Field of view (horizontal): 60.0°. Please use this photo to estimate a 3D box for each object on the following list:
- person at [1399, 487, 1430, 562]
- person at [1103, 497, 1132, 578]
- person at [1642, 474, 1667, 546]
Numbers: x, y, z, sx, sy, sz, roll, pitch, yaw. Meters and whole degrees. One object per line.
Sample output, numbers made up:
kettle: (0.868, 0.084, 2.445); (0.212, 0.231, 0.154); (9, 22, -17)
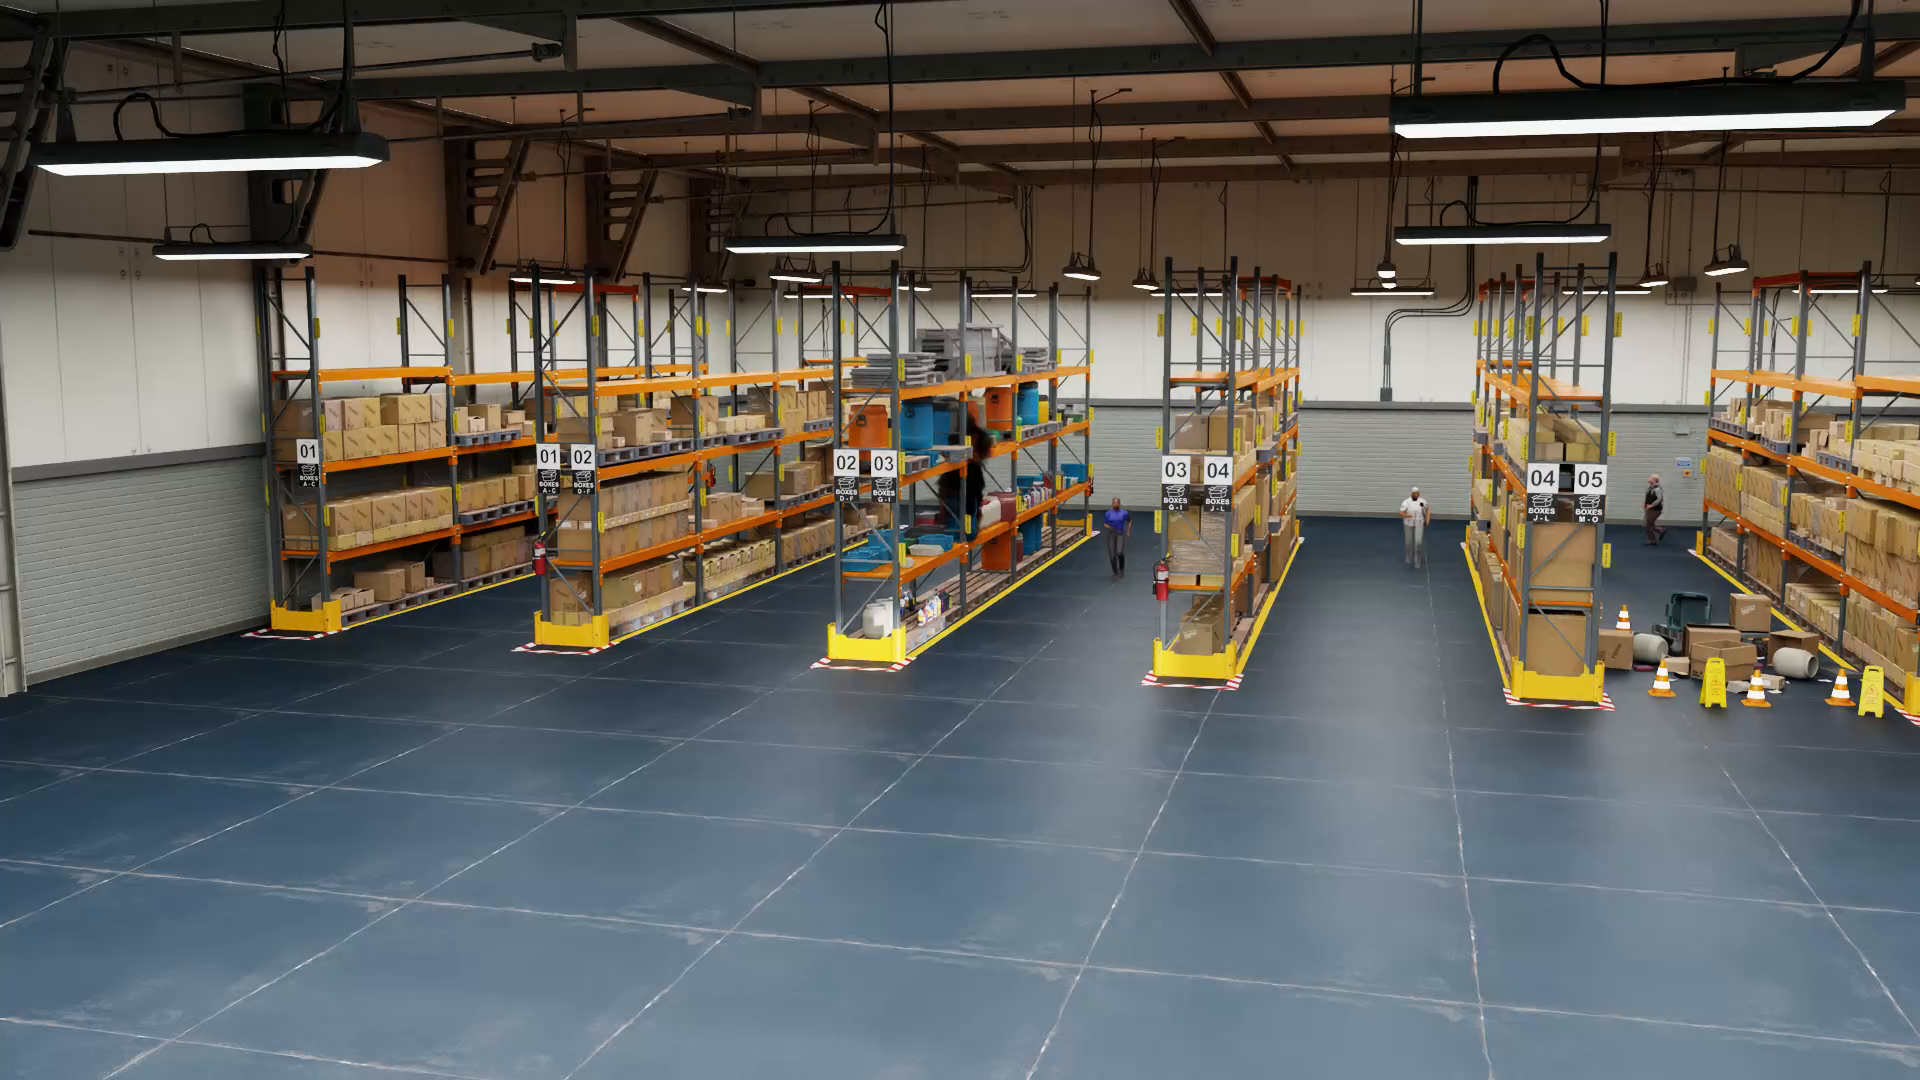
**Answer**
person: (9.589, -0.341, 35.105); (0.622, 1.573, 0.711); (2, 7, 14)
person: (3.143, -0.038, 33.319); (0.549, 1.628, 0.649); (2, 7, 13)
person: (16.073, -0.685, 38.414); (0.597, 1.671, 0.649); (2, 7, 14)
